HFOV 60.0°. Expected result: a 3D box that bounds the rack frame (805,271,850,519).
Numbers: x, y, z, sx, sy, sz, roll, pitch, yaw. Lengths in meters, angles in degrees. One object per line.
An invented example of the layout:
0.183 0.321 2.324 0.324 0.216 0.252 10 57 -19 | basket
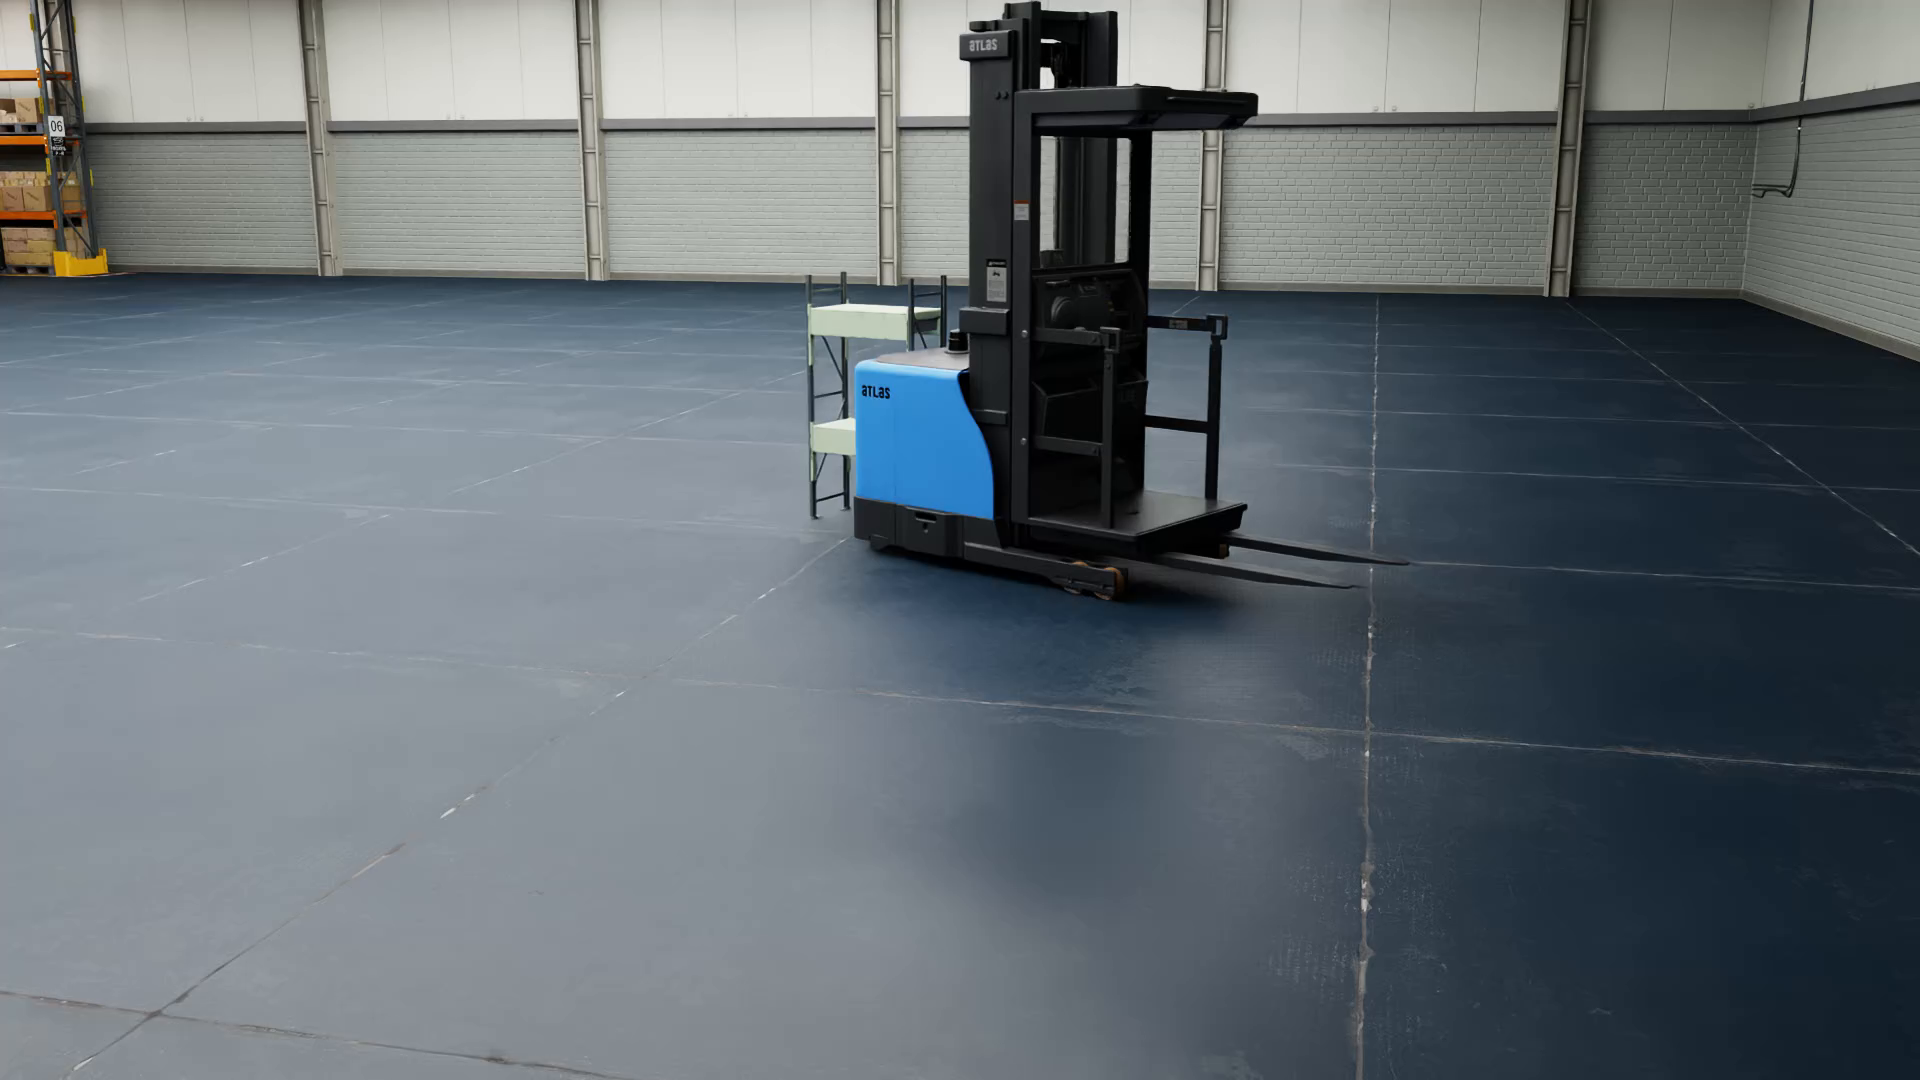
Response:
-0.819 -0.901 10.332 0.023 1.500 0.400 7 15 30 | rack frame

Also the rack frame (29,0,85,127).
-18.359 -9.942 33.771 0.127 3.000 1.000 3 13 14 | rack frame

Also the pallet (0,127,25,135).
-20.228 -8.540 34.579 1.213 0.211 1.003 3 13 14 | pallet

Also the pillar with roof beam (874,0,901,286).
-2.375 -8.329 26.498 0.400 9.000 9.100 3 13 14 | pillar with roof beam

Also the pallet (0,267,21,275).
-20.293 -5.747 35.150 1.213 0.211 1.003 3 13 14 | pallet

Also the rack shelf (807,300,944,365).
-0.505 -1.241 10.064 0.720 0.370 0.431 7 15 30 | rack shelf

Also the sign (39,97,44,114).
-18.503 -8.758 33.498 0.005 0.325 0.100 3 13 14 | sign

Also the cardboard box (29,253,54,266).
-18.891 -5.834 34.484 0.500 0.250 0.500 3 13 14 | cardboard box

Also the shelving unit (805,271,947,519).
-0.505 -0.860 10.148 0.755 1.500 0.431 7 15 30 | shelving unit

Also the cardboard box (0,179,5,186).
-19.764 -7.391 34.392 0.250 0.149 0.380 3 13 12 | cardboard box

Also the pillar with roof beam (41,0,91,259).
-19.851 -9.263 30.708 0.400 9.000 9.100 3 13 14 | pillar with roof beam

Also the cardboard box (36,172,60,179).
-18.758 -7.499 34.192 0.250 0.149 0.380 3 13 14 | cardboard box

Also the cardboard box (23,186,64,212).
-18.900 -7.033 34.276 0.500 0.500 0.500 3 13 12 | cardboard box

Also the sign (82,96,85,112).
-18.221 -9.060 34.518 0.005 0.325 0.100 3 13 14 | sign

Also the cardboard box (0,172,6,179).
-19.768 -7.532 34.340 0.250 0.149 0.380 3 13 15 | cardboard box

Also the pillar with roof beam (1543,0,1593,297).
9.275 -7.706 23.691 0.400 9.000 9.100 3 13 14 | pillar with roof beam

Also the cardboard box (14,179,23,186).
-19.256 -7.372 34.306 0.250 0.149 0.380 3 13 15 | cardboard box

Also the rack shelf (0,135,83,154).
-20.301 -8.231 34.642 4.000 0.370 1.077 3 13 14 | rack shelf

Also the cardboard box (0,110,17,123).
-19.483 -8.659 34.020 0.258 0.266 0.396 3 13 14 | cardboard box

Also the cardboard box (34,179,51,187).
-18.763 -7.338 34.156 0.250 0.149 0.380 3 13 14 | cardboard box

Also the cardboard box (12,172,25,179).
-19.265 -7.513 34.256 0.250 0.149 0.380 3 13 15 | cardboard box

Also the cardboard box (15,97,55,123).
-18.848 -8.752 33.902 0.500 0.500 0.500 3 13 15 | cardboard box

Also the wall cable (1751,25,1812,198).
12.850 -6.664 26.165 0.112 2.526 3.097 3 13 14 | wall cable

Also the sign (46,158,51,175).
-18.503 -7.581 33.759 0.005 0.325 0.100 3 13 14 | sign

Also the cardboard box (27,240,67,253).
-18.907 -6.080 34.437 0.500 0.250 0.500 3 13 13 | cardboard box

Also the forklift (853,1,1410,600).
0.850 -1.258 8.639 3.031 2.935 1.130 10 16 39 | forklift

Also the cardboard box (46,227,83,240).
-18.781 -6.429 34.857 0.500 0.250 0.500 3 13 13 | cardboard box

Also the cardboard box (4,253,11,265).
-19.855 -5.890 34.735 0.500 0.250 0.500 3 13 14 | cardboard box

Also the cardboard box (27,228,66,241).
-18.881 -6.323 34.377 0.500 0.250 0.500 4 13 15 | cardboard box

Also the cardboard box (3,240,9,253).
-19.897 -6.131 34.665 0.500 0.250 0.500 3 13 12 | cardboard box

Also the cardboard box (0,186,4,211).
-19.899 -7.088 34.526 0.500 0.500 0.500 3 13 12 | cardboard box

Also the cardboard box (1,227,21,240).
-19.871 -6.372 34.600 0.500 0.250 0.500 3 13 14 | cardboard box

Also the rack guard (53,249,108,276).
-18.336 -5.792 34.686 0.348 0.500 1.175 3 13 14 | rack guard
